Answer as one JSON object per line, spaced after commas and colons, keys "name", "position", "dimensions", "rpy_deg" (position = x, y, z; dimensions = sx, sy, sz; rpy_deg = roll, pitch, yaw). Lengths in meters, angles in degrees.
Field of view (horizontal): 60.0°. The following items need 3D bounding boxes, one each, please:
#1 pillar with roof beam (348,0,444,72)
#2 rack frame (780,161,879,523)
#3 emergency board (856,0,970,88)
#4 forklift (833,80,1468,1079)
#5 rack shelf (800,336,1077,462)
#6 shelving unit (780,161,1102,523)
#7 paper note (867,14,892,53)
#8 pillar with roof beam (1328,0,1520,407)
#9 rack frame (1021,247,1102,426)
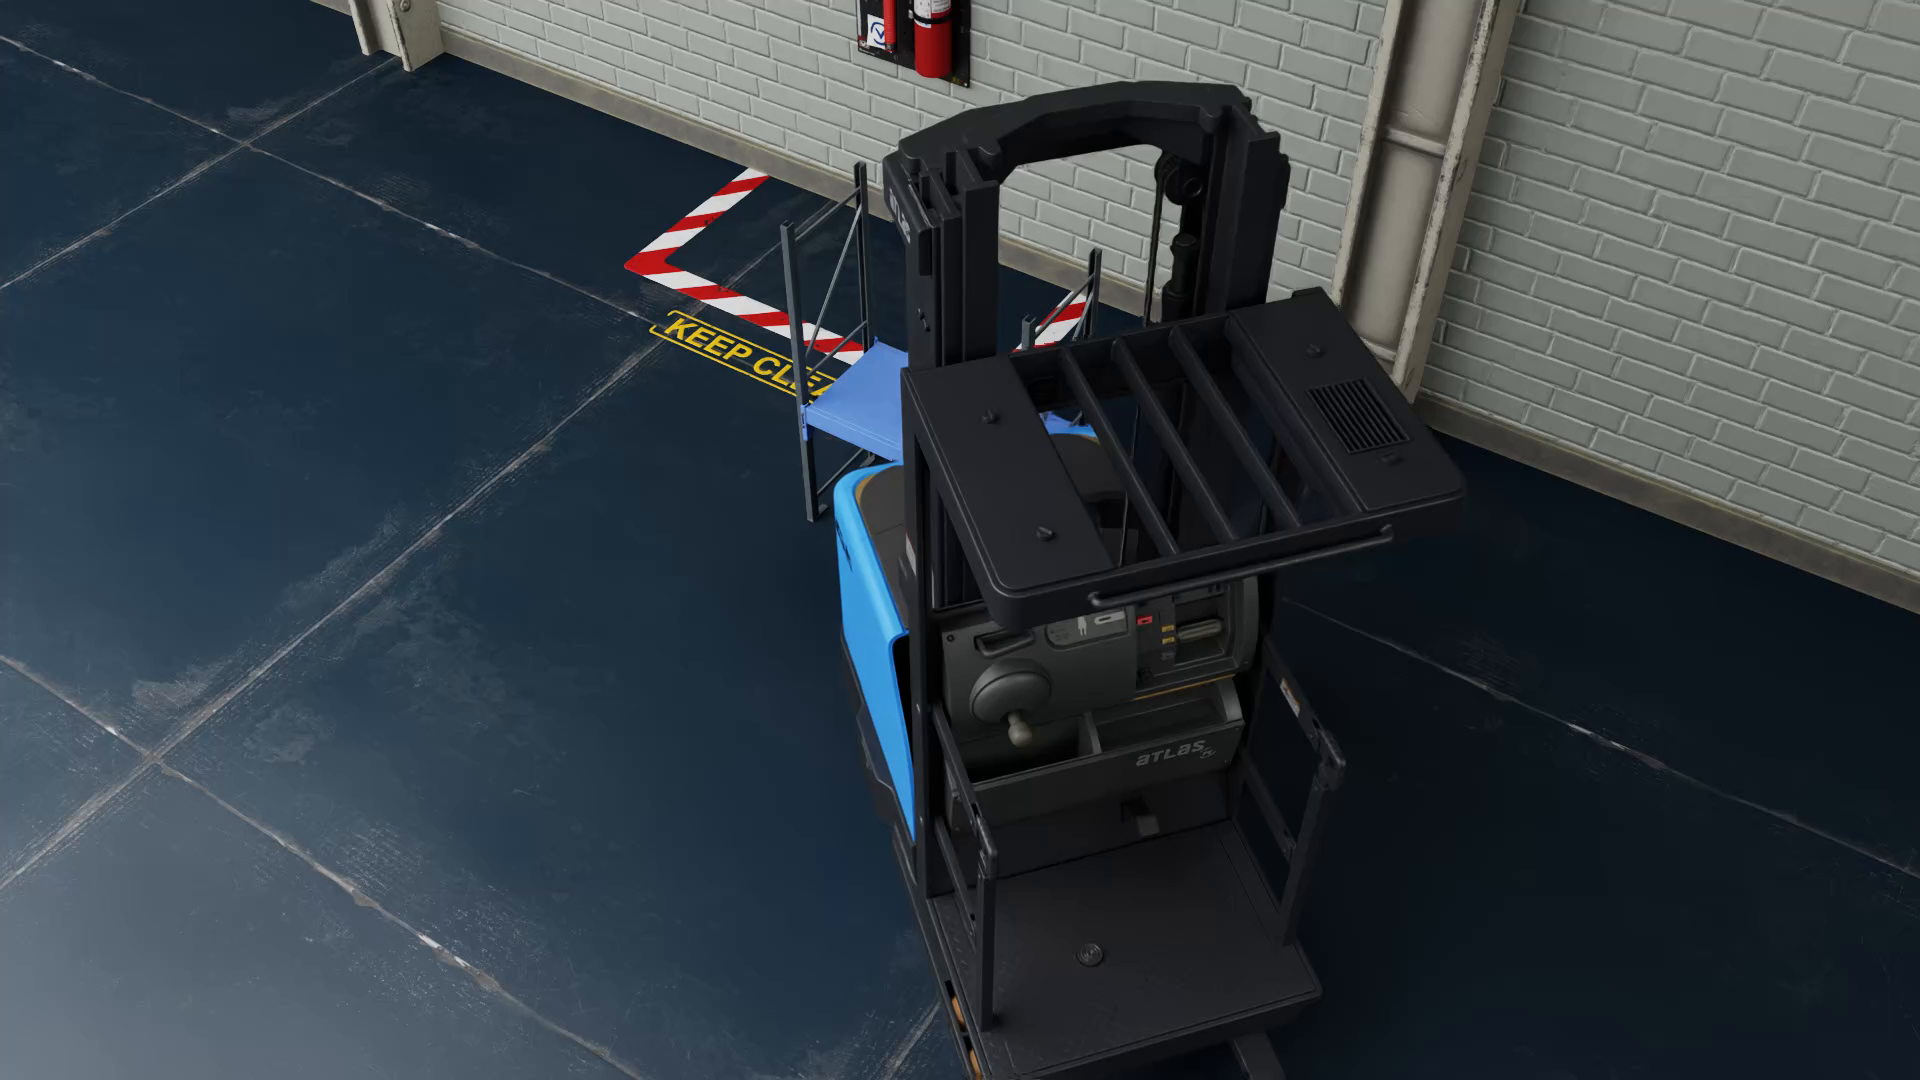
{"name": "pillar with roof beam", "position": [-5.580, -3.409, 4.010], "dimensions": [0.400, 9.000, 9.100], "rpy_deg": [25, 51, 22]}
{"name": "rack frame", "position": [-0.500, -0.753, 6.657], "dimensions": [0.032, 1.500, 0.500], "rpy_deg": [25, 51, 22]}
{"name": "emergency board", "position": [-0.265, -2.574, 7.382], "dimensions": [0.643, 1.169, 0.194], "rpy_deg": [25, 51, 22]}
{"name": "forklift", "position": [0.467, 0.410, 4.530], "dimensions": [1.130, 2.935, 3.031], "rpy_deg": [-12, 47, -12]}
{"name": "rack shelf", "position": [-0.072, -0.430, 6.595], "dimensions": [1.000, 0.185, 0.538], "rpy_deg": [25, 51, 22]}
{"name": "shelving unit", "position": [-0.072, -0.556, 6.466], "dimensions": [1.048, 1.500, 0.538], "rpy_deg": [25, 51, 22]}
{"name": "paper note", "position": [-0.376, -2.377, 7.805], "dimensions": [0.142, 0.148, 0.016], "rpy_deg": [25, 51, 22]}
{"name": "pillar with roof beam", "position": [-0.529, -1.086, 1.753], "dimensions": [0.400, 9.000, 9.100], "rpy_deg": [25, 51, 22]}
{"name": "rack frame", "position": [0.356, -0.359, 6.275], "dimensions": [0.032, 1.500, 0.500], "rpy_deg": [25, 51, 22]}
